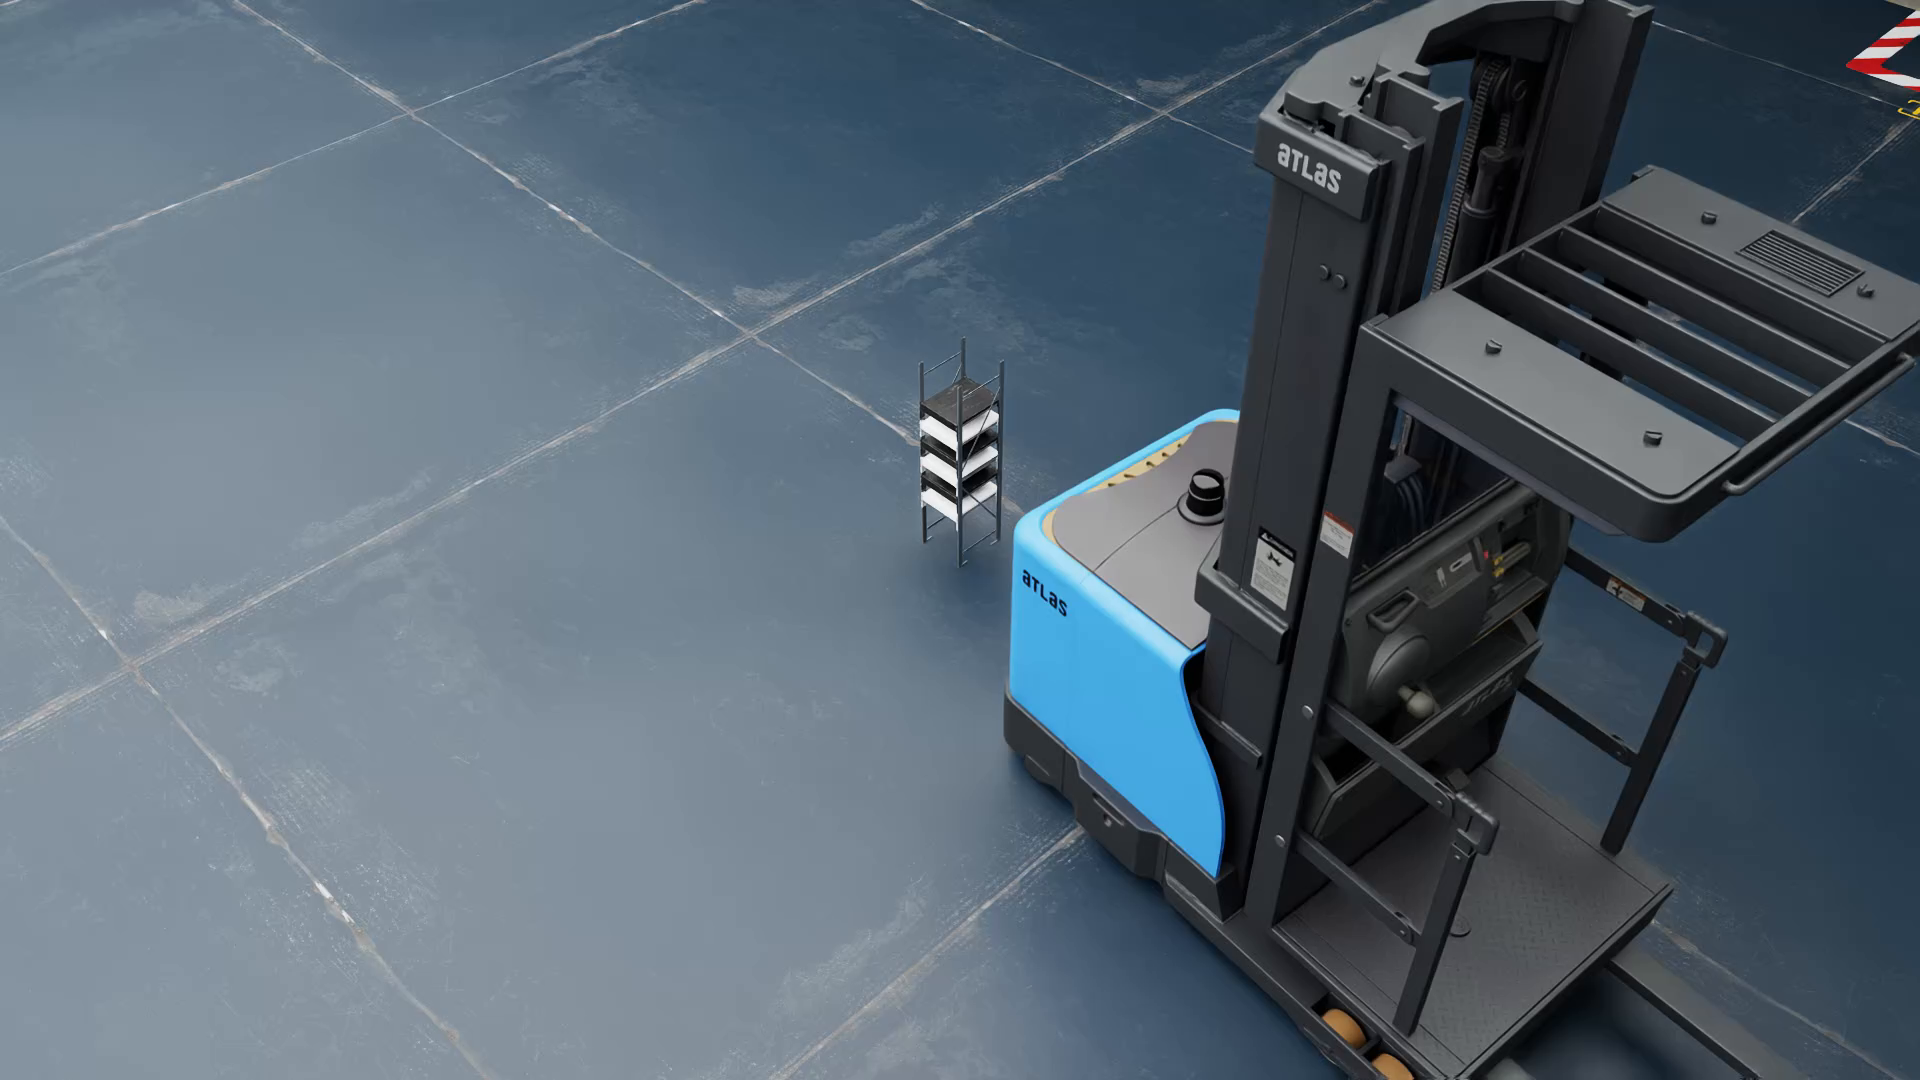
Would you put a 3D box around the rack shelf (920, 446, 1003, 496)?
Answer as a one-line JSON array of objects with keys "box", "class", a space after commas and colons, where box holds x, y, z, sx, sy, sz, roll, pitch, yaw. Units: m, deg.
[{"box": [0.006, -0.302, 6.463, 0.258, 0.077, 0.200, -34, 53, -31], "class": "rack shelf"}]

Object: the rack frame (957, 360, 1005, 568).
[{"box": [0.078, -0.278, 6.388, 0.240, 0.900, 0.006, -34, 53, -31], "class": "rack frame"}]

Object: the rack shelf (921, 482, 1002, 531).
[{"box": [0.006, -0.170, 6.585, 0.258, 0.077, 0.200, -34, 53, -31], "class": "rack shelf"}]

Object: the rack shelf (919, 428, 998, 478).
[{"box": [0.006, -0.368, 6.402, 0.258, 0.077, 0.200, -34, 53, -31], "class": "rack shelf"}]

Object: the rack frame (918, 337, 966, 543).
[{"box": [-0.066, -0.375, 6.493, 0.240, 0.900, 0.006, -34, 53, -31], "class": "rack frame"}]

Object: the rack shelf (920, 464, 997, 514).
[{"box": [0.006, -0.236, 6.524, 0.258, 0.077, 0.200, -34, 53, -31], "class": "rack shelf"}]

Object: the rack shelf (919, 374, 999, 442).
[{"box": [0.006, -0.500, 6.280, 0.258, 0.077, 0.200, -34, 53, -31], "class": "rack shelf"}]

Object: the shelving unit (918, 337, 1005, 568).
[{"box": [0.006, -0.327, 6.440, 0.258, 0.900, 0.210, -34, 53, -31], "class": "shelving unit"}]

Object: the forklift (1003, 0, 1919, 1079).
[{"box": [1.474, 0.221, 4.351, 1.130, 2.935, 3.031, -29, 50, -28], "class": "forklift"}]

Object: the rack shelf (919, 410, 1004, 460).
[{"box": [0.006, -0.434, 6.341, 0.258, 0.077, 0.200, -34, 53, -31], "class": "rack shelf"}]
